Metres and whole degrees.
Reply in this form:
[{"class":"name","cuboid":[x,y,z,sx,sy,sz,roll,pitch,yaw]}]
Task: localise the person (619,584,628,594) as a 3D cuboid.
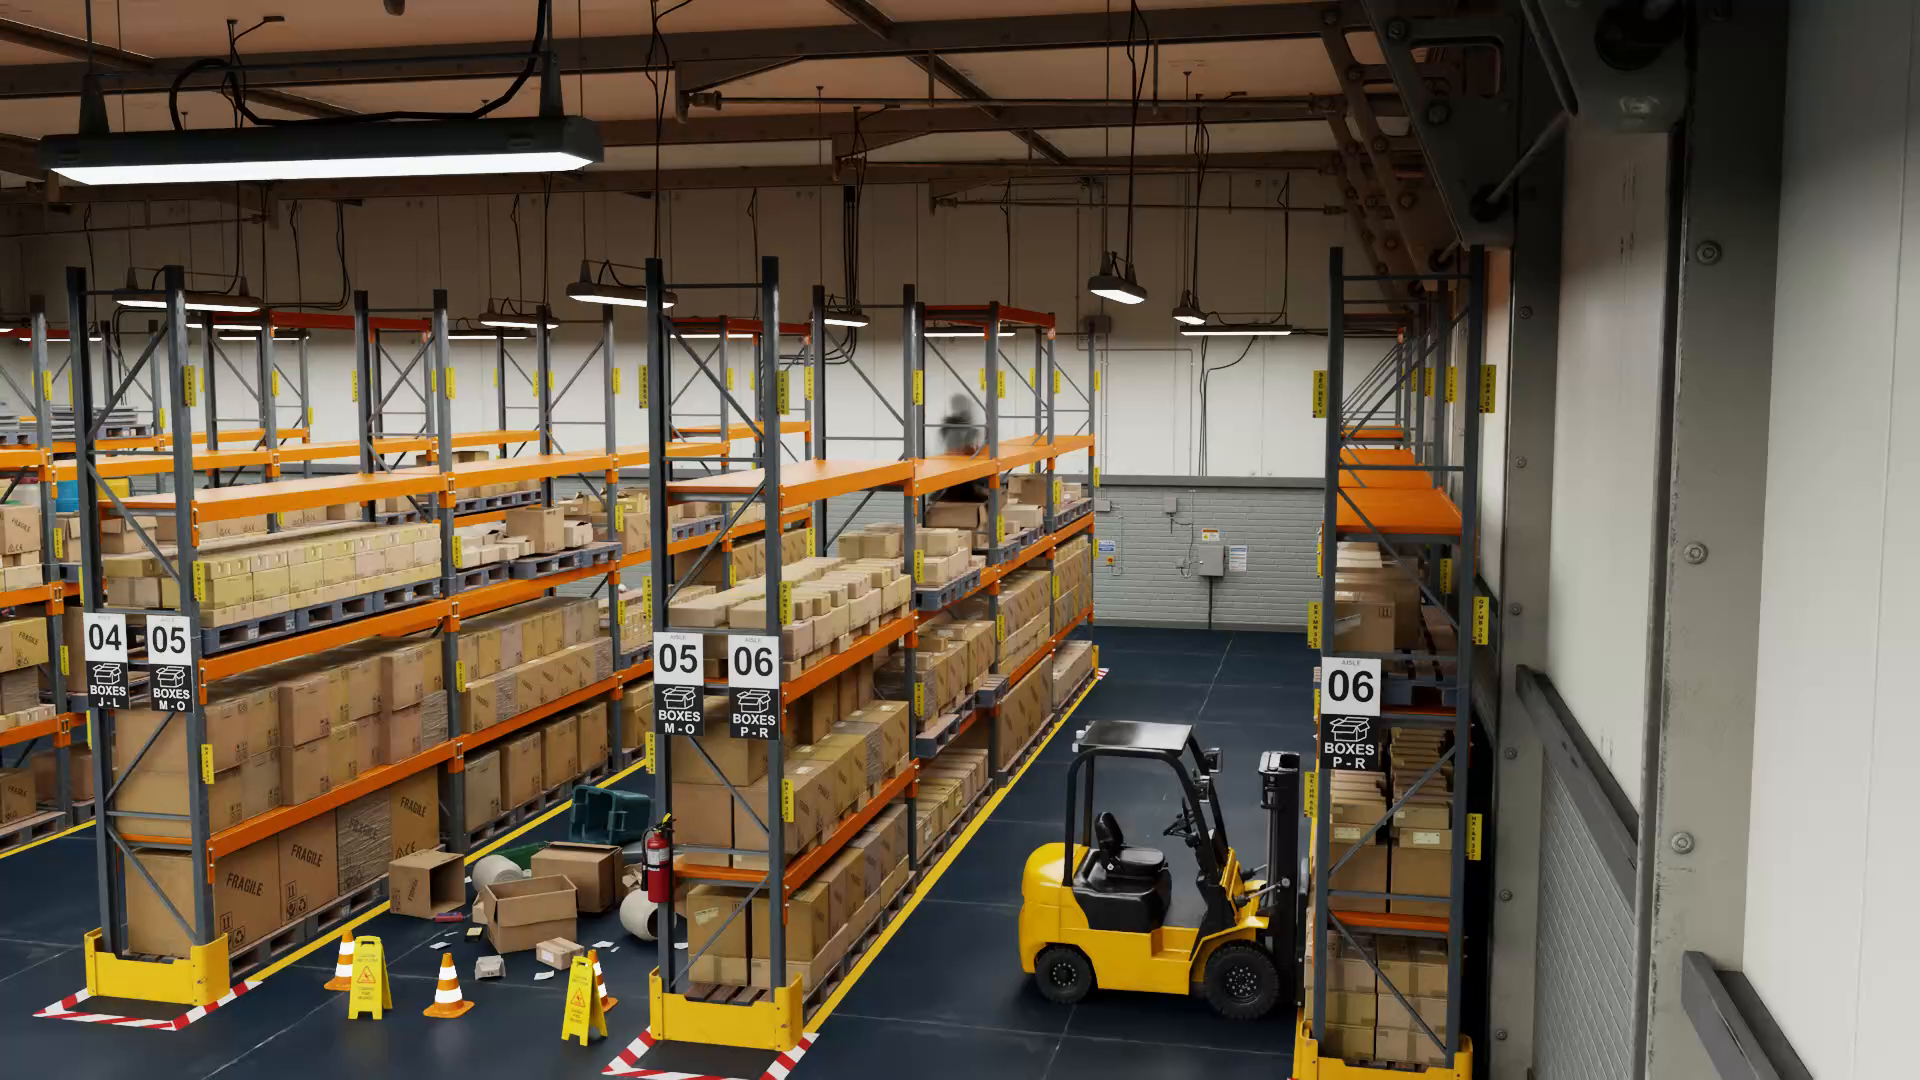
[{"class":"person","cuboid":[-5.426,1.584,26.942,0.685,1.743,0.667,2,6,19]}]
